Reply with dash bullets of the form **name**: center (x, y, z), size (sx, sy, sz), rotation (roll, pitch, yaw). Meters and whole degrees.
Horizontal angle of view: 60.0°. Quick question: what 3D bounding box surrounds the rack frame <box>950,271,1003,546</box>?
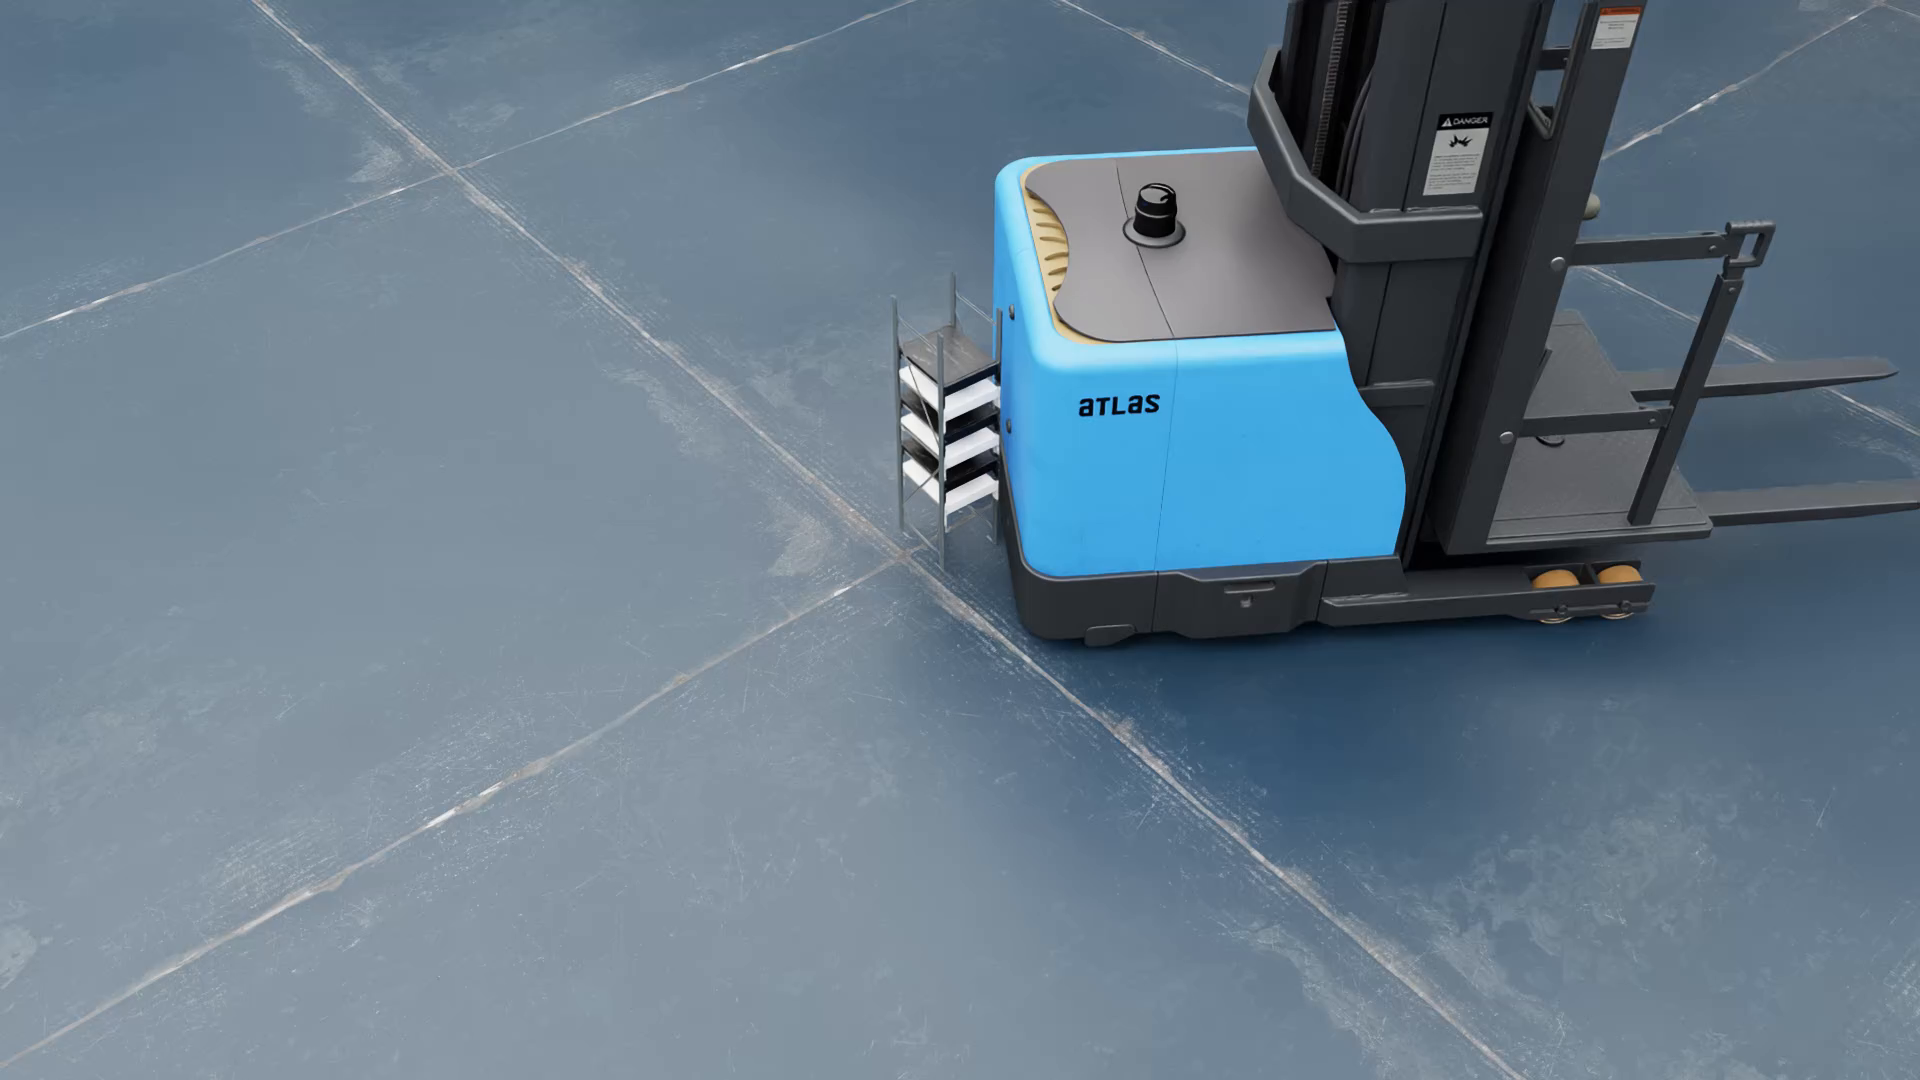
- **rack frame**: center (0.045, -0.375, 4.992), size (0.006, 0.900, 0.240), rotation (-27, 49, -26)

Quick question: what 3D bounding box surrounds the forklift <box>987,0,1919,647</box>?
- **forklift**: center (1.639, -1.177, 4.363), size (3.031, 2.935, 1.130), rotation (-4, 43, -4)

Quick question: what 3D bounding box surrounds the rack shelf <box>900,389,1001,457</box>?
- **rack shelf**: center (-0.037, -0.375, 4.909), size (0.200, 0.077, 0.258), rotation (-27, 49, -26)

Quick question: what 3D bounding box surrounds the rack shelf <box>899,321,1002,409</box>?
- **rack shelf**: center (-0.037, -0.507, 4.786), size (0.200, 0.077, 0.258), rotation (-27, 49, -26)

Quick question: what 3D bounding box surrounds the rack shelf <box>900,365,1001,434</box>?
- **rack shelf**: center (-0.037, -0.441, 4.848), size (0.200, 0.077, 0.258), rotation (-27, 49, -26)

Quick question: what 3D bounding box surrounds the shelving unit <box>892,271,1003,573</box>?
- **shelving unit**: center (-0.037, -0.334, 4.948), size (0.210, 0.900, 0.258), rotation (-27, 49, -26)

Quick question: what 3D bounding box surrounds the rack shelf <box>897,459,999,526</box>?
- **rack shelf**: center (-0.037, -0.178, 5.094), size (0.200, 0.077, 0.258), rotation (-27, 49, -26)

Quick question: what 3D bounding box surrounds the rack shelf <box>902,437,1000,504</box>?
- **rack shelf**: center (-0.037, -0.244, 5.033), size (0.200, 0.077, 0.258), rotation (-27, 49, -26)

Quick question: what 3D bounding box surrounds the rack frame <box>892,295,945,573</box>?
- **rack frame**: center (-0.119, -0.293, 4.904), size (0.006, 0.900, 0.240), rotation (-27, 49, -26)

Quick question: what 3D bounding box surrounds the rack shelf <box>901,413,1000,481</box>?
- **rack shelf**: center (-0.037, -0.310, 4.971), size (0.200, 0.077, 0.258), rotation (-27, 49, -26)
